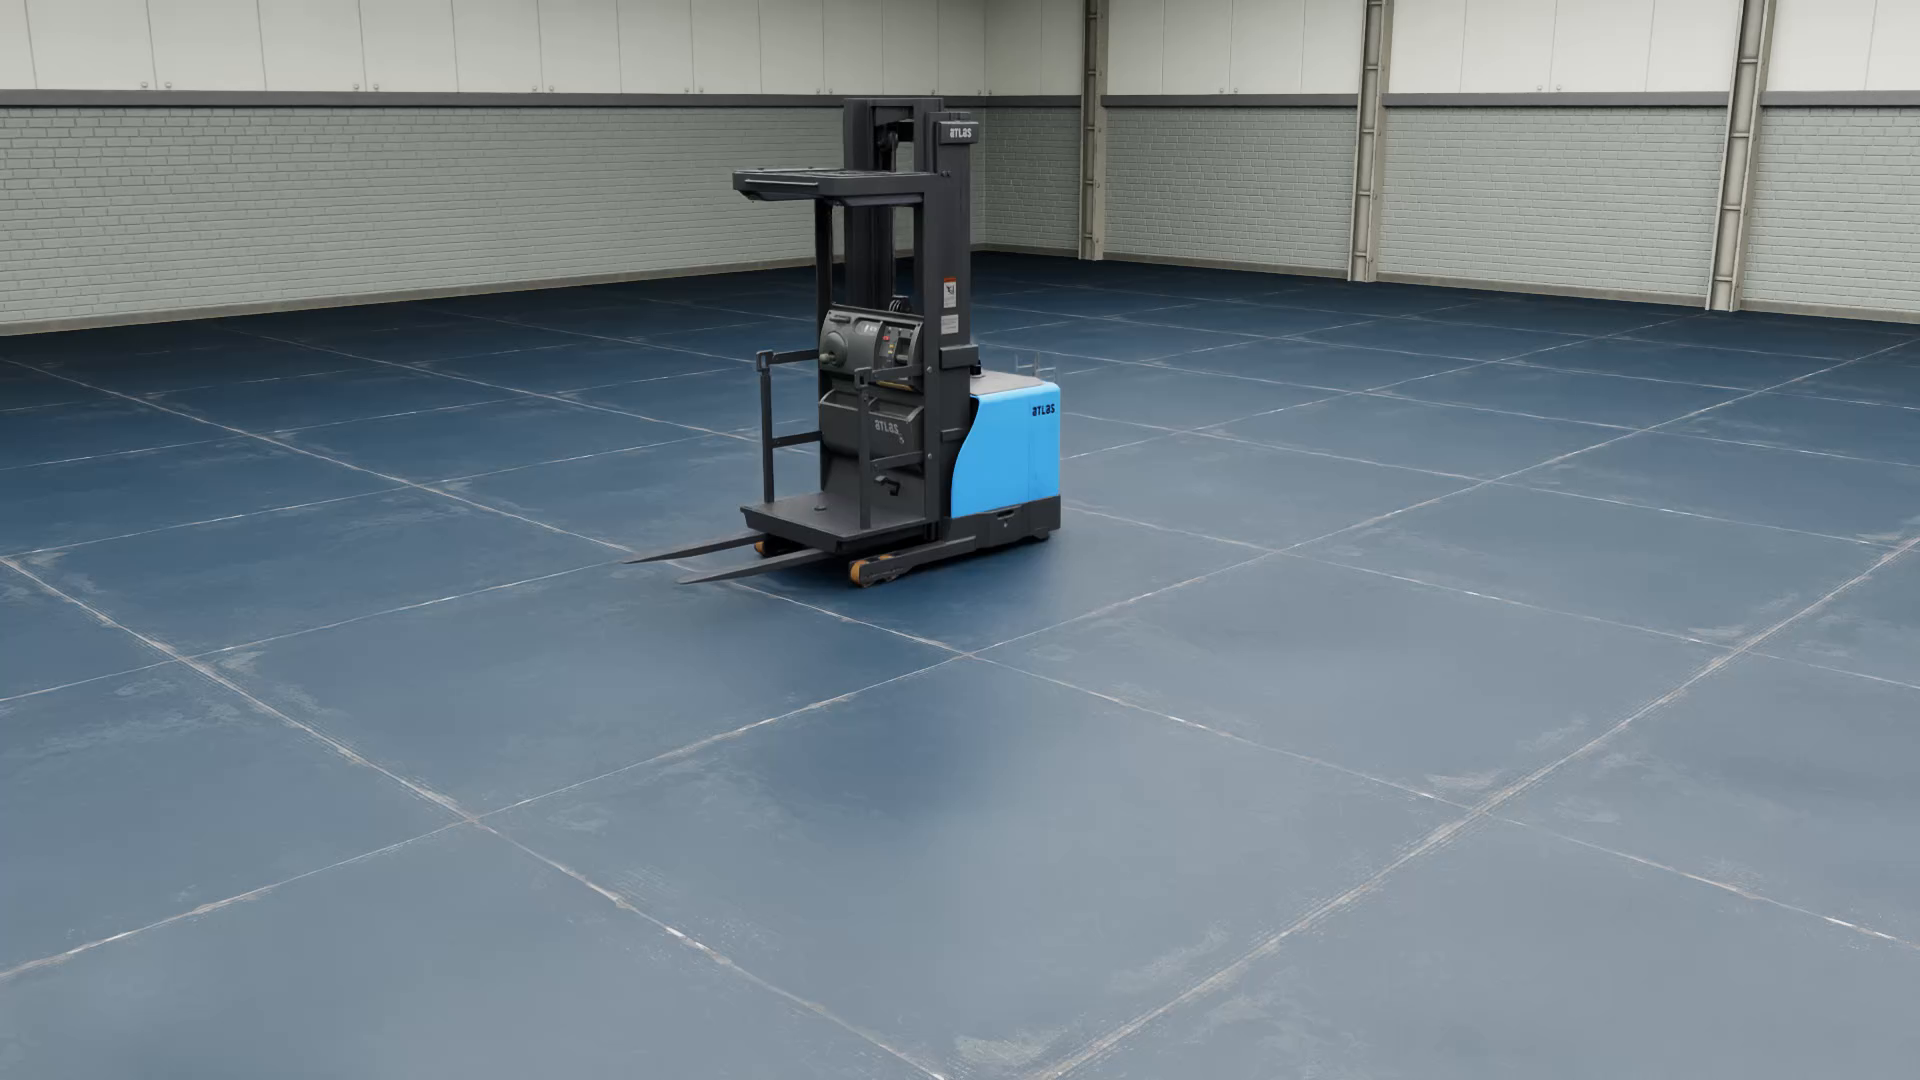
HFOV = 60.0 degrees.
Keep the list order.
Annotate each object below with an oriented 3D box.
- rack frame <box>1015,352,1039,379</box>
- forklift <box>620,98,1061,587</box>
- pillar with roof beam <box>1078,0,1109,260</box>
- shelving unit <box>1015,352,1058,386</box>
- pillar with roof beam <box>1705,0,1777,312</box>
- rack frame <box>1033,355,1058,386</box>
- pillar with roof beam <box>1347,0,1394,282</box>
[{"bbox_3d":[0.472,-0.727,11.844,0.240,1.200,0.006,-13,20,-41],"label":"rack frame"},{"bbox_3d":[-0.728,-1.275,10.511,3.031,2.935,1.130,-13,20,-41],"label":"forklift"},{"bbox_3d":[-0.429,-9.057,28.345,0.400,9.000,9.100,14,20,42],"label":"pillar with roof beam"},{"bbox_3d":[0.534,-0.710,11.779,0.258,1.200,0.189,-13,20,-41],"label":"shelving unit"},{"bbox_3d":[8.210,-6.957,20.285,0.400,9.000,9.100,14,20,42],"label":"pillar with roof beam"},{"bbox_3d":[0.596,-0.694,11.714,0.240,1.200,0.006,-13,20,-41],"label":"rack frame"},{"bbox_3d":[3.891,-8.007,24.315,0.400,9.000,9.100,14,20,42],"label":"pillar with roof beam"}]
